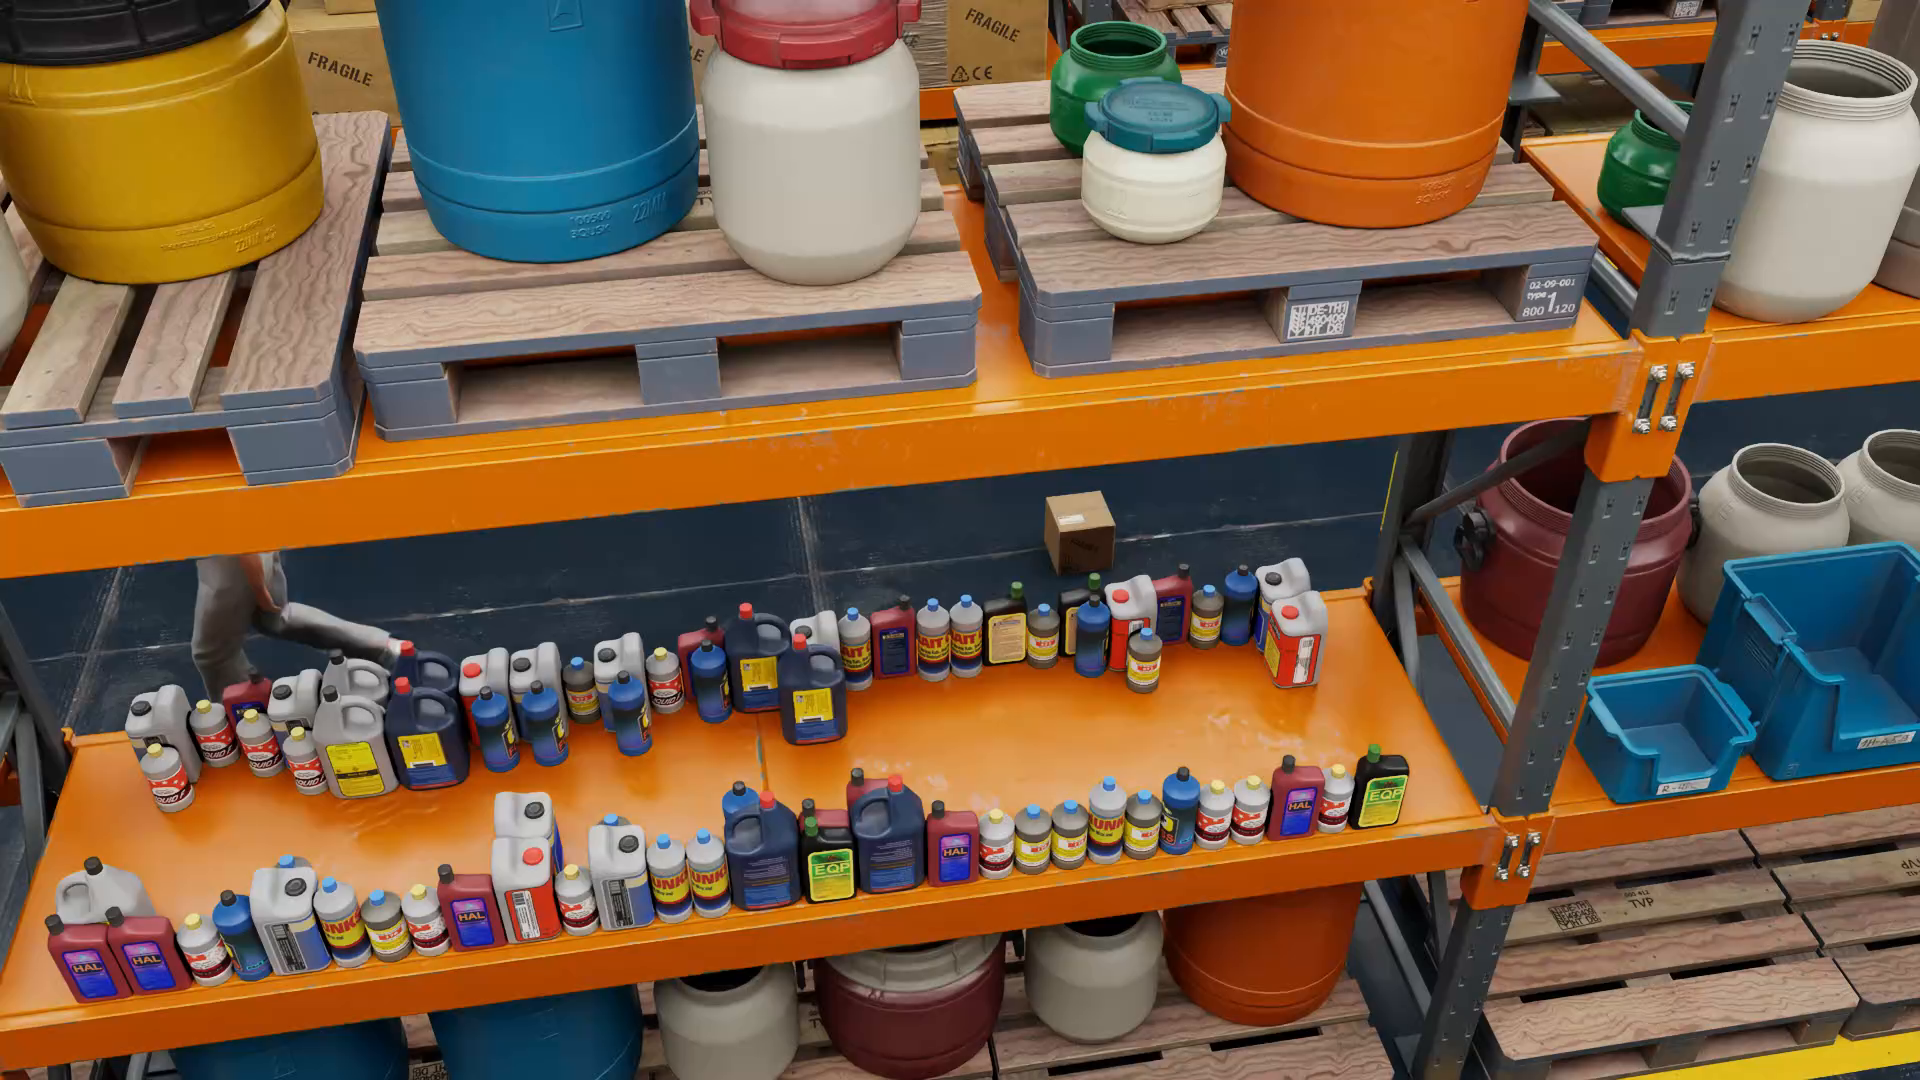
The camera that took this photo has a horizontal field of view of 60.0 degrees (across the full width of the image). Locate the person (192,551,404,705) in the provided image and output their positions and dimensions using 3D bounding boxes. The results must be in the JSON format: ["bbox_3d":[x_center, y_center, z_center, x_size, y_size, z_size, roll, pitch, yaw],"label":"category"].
[{"bbox_3d":[-2.580,0.074,6.055,0.856,1.641,0.436,-8,40,-10],"label":"person"}]
